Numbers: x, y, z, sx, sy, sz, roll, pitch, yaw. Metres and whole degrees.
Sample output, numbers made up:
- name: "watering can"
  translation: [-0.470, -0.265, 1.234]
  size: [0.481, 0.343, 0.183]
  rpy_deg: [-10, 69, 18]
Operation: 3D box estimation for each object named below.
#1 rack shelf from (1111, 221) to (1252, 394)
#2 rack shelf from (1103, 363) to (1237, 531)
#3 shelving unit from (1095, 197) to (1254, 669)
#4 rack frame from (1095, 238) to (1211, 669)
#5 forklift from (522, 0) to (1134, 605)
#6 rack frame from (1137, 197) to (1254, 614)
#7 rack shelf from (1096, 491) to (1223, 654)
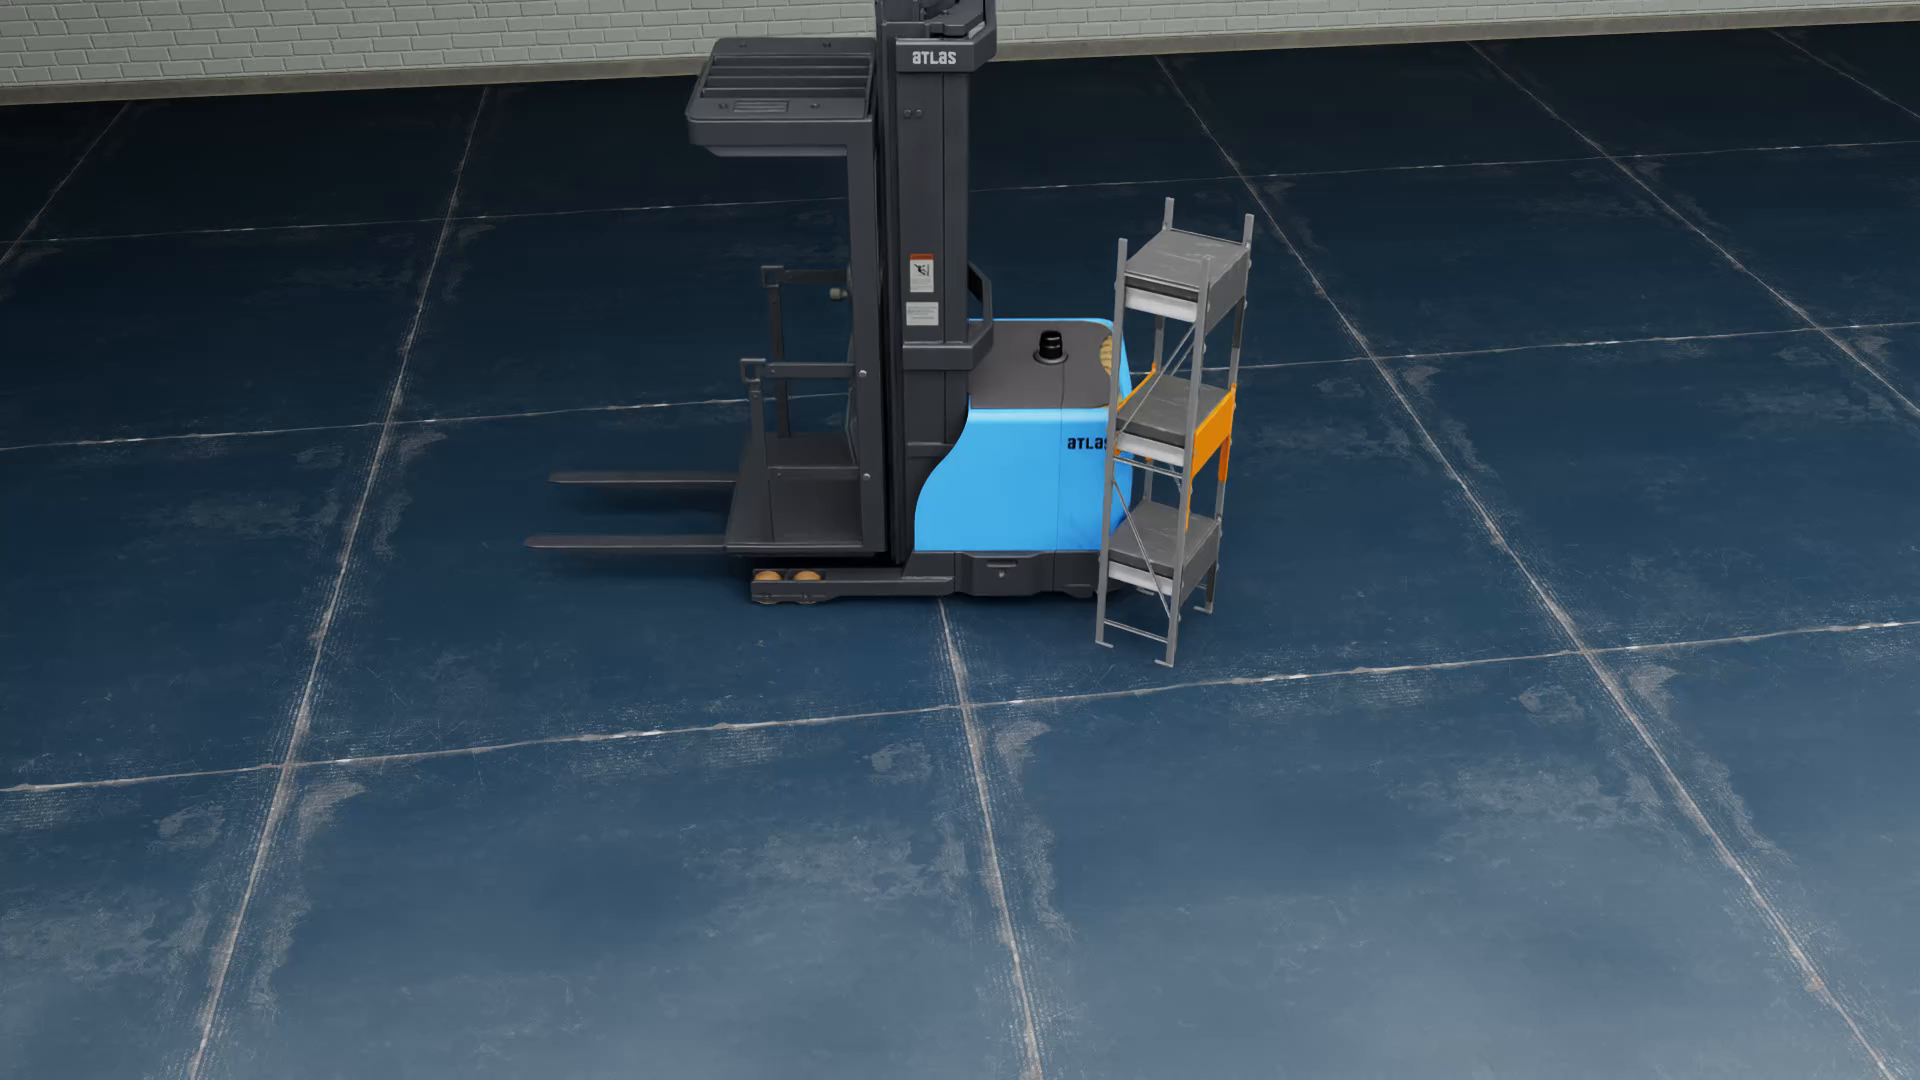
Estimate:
- name: "rack shelf"
  translation: [0.949, -1.006, 7.142]
  size: [0.431, 0.518, 0.480]
  rpy_deg: [17, 38, 24]
- name: "rack shelf"
  translation: [0.949, -0.427, 7.536]
  size: [0.431, 0.518, 0.480]
  rpy_deg: [17, 38, 24]
- name: "shelving unit"
  translation: [0.949, -0.438, 7.528]
  size: [0.431, 2.100, 0.503]
  rpy_deg: [17, 38, 24]
- name: "rack frame"
  translation: [0.830, -0.318, 7.352]
  size: [0.400, 2.100, 0.015]
  rpy_deg: [17, 38, 24]
- name: "forklift"
  translation: [-0.676, -1.189, 7.893]
  size: [3.031, 2.935, 1.130]
  rpy_deg: [0, 34, 0]
- name: "rack frame"
  translation: [1.067, -0.558, 7.705]
  size: [0.400, 2.100, 0.015]
  rpy_deg: [17, 38, 24]
- name: "rack shelf"
  translation: [0.949, 0.152, 7.930]
  size: [0.431, 0.518, 0.480]
  rpy_deg: [17, 38, 24]
